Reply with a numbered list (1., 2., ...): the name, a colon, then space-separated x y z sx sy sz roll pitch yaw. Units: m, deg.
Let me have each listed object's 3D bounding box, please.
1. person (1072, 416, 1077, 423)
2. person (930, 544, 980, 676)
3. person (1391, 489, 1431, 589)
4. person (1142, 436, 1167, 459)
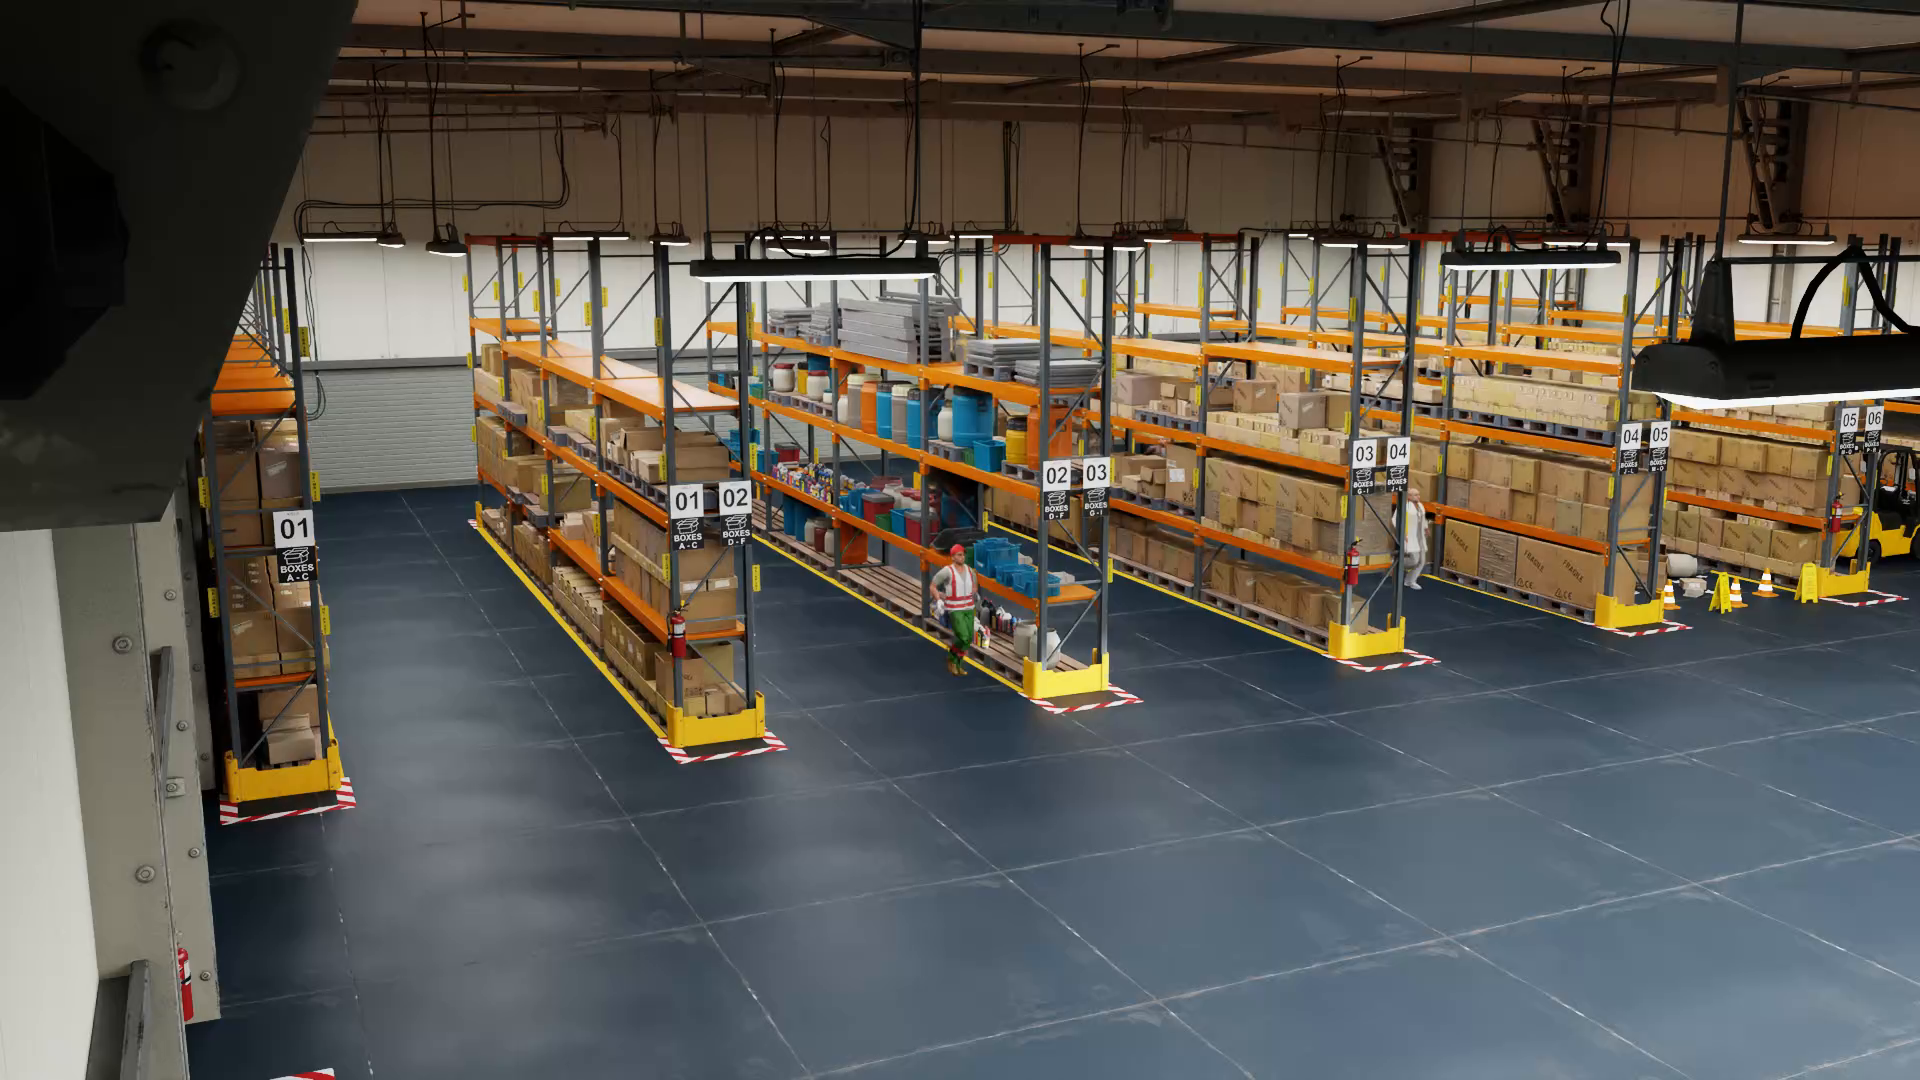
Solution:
1. person: 2.713 -2.294 40.641 0.624 1.703 0.722 6 12 27
2. person: 0.014 0.948 22.106 0.643 1.769 0.599 -8 13 -35
3. person: 7.817 -0.032 28.793 0.709 1.737 0.640 -6 13 -29
4. person: 4.330 -1.368 35.616 0.693 1.823 0.808 -4 12 -21
